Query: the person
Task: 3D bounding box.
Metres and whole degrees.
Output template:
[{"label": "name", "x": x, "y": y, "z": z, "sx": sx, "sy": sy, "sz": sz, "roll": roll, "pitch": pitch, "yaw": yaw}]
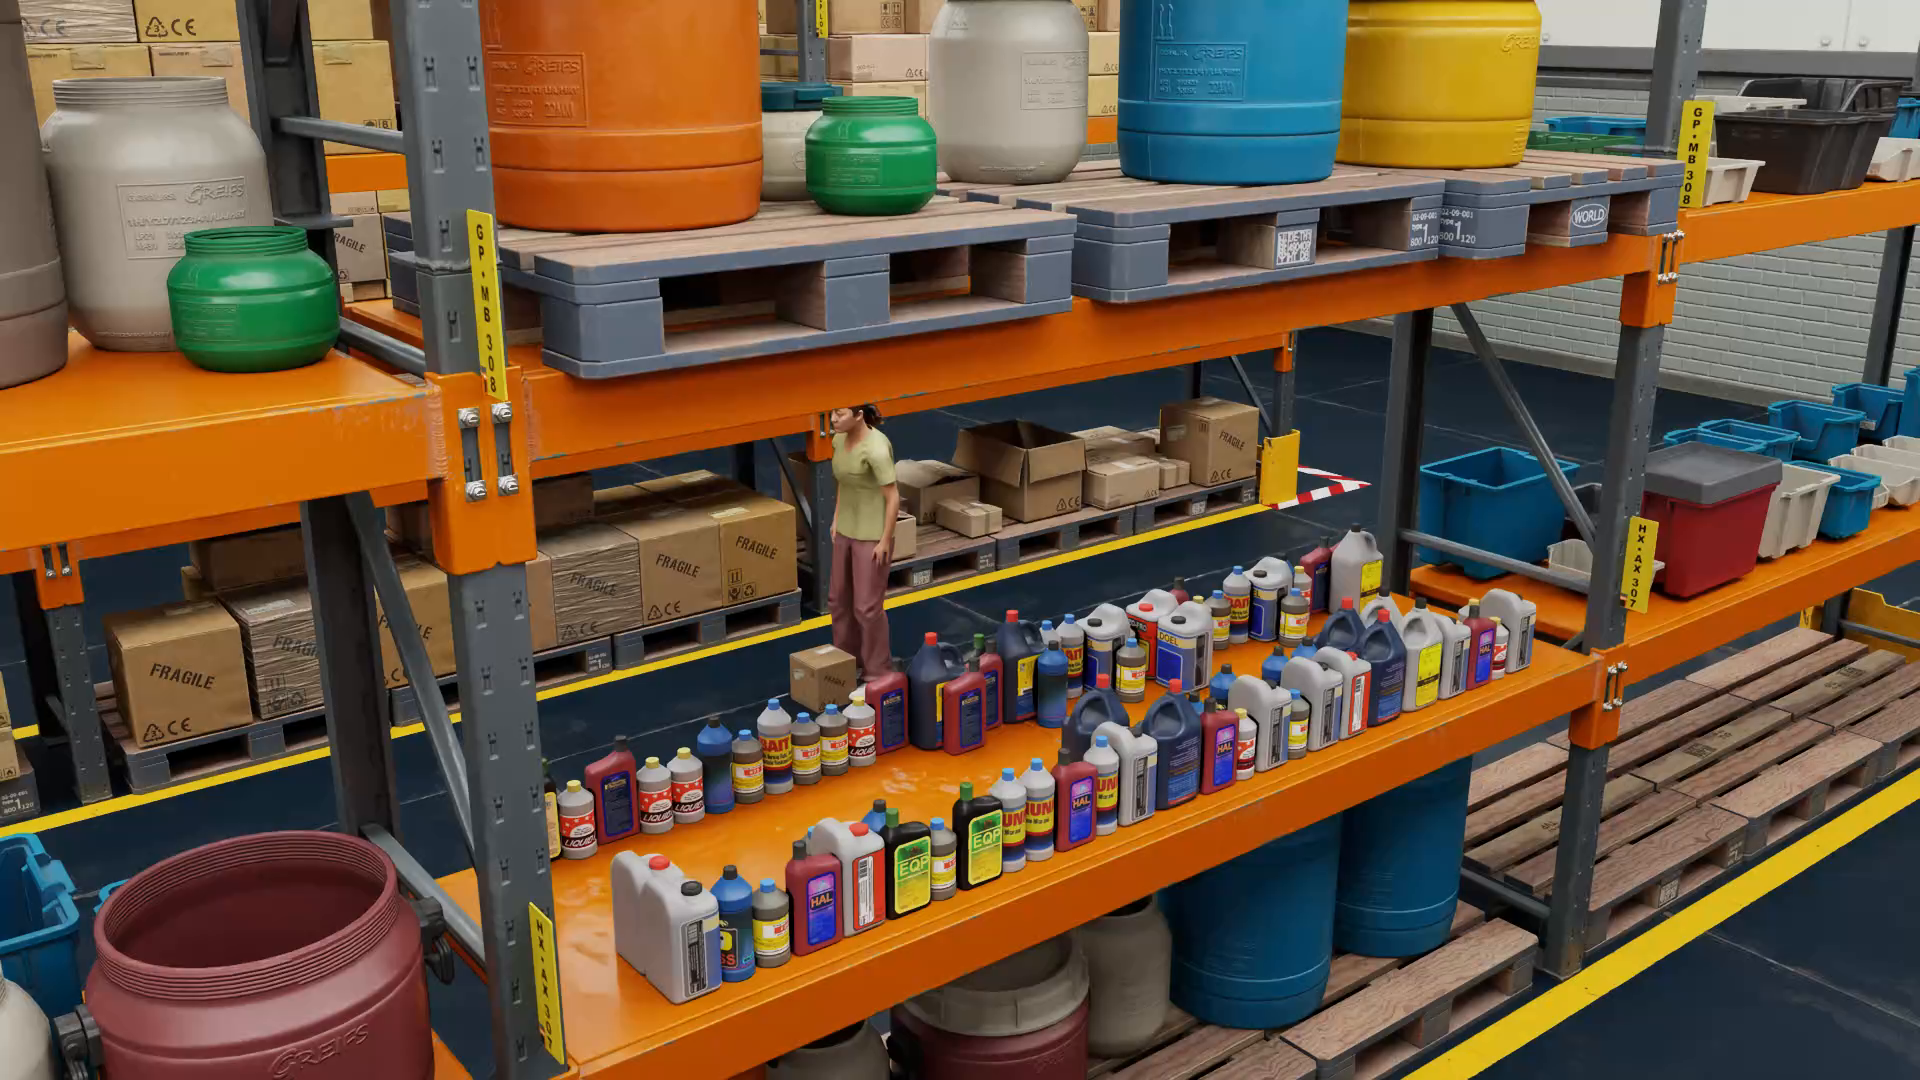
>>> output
[{"label": "person", "x": -0.520, "y": -0.009, "z": 8.583, "sx": 0.360, "sy": 1.672, "sz": 0.497, "roll": -13, "pitch": 22, "yaw": -36}]
